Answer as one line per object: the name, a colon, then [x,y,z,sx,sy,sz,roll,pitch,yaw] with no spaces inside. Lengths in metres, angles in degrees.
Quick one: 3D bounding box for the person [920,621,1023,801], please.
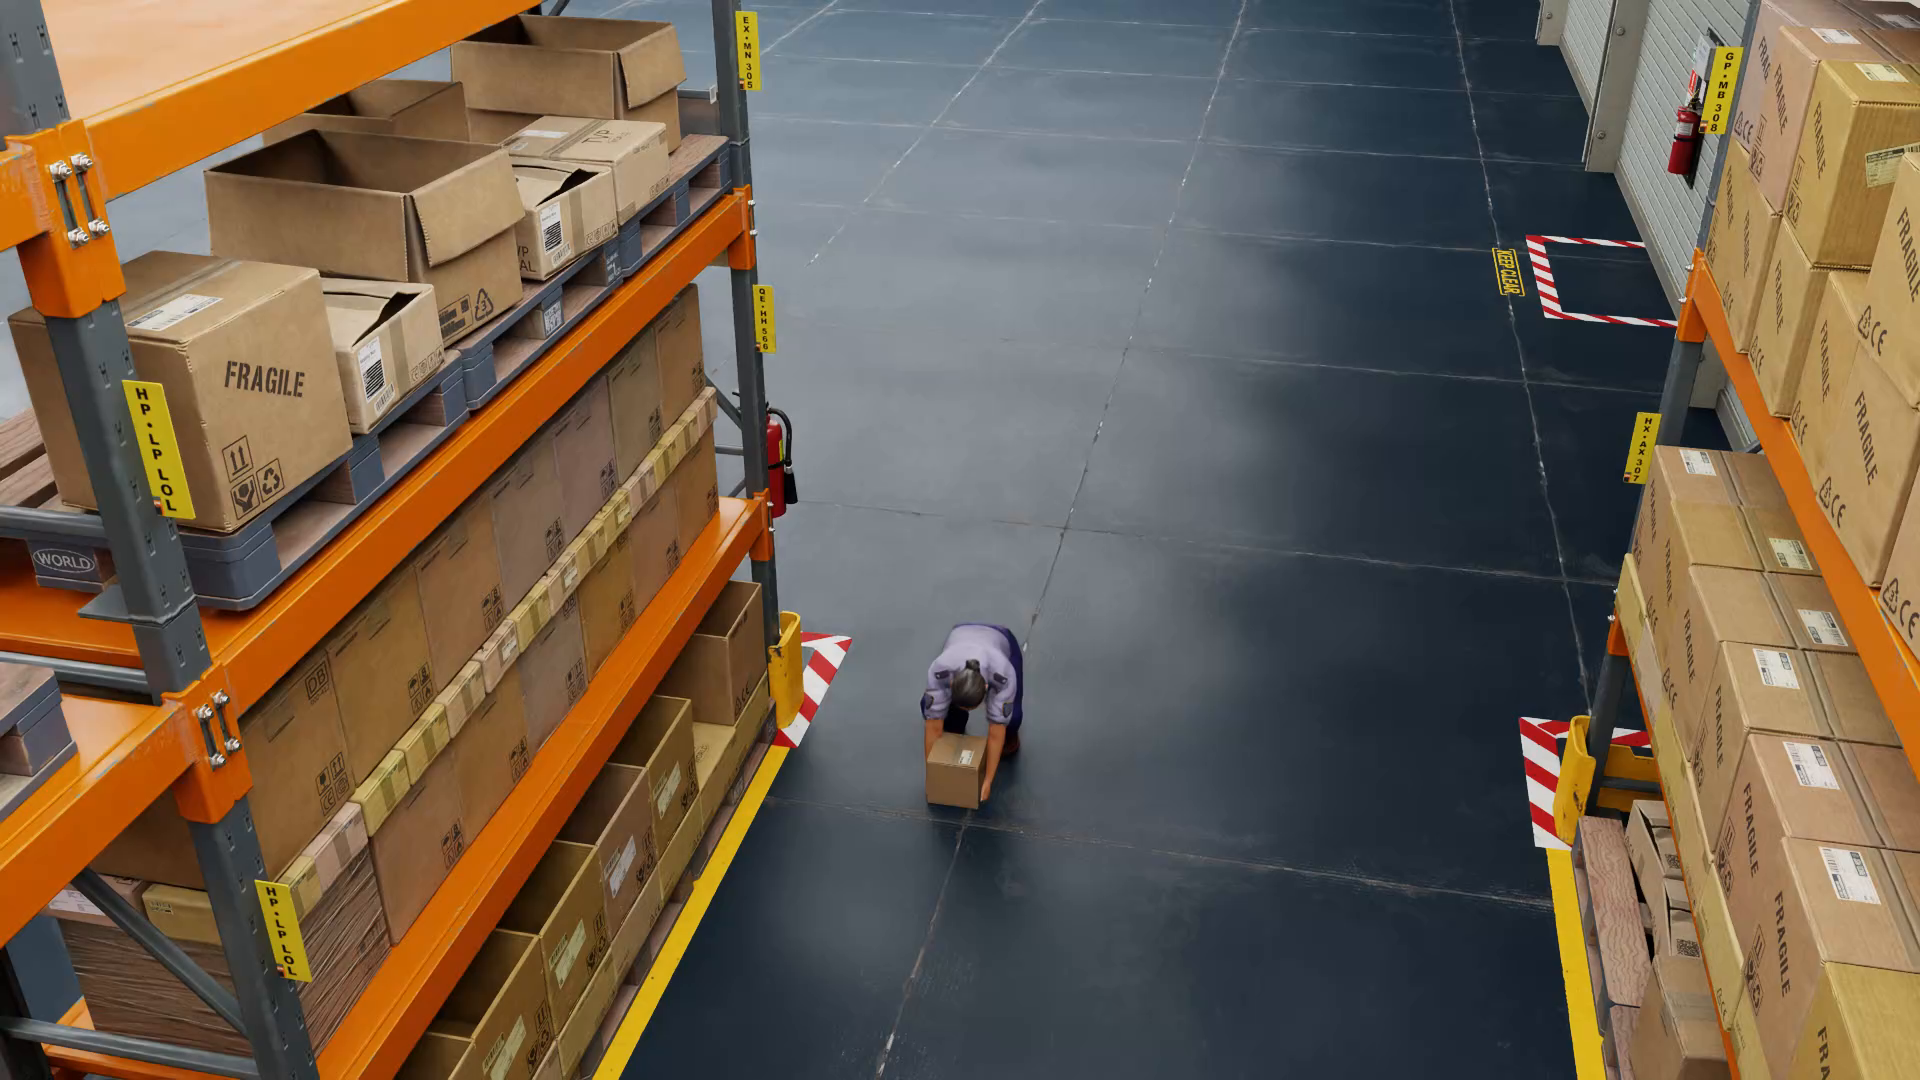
person: [0.073,0.775,8.209,0.507,0.774,0.867,5,29,10]
